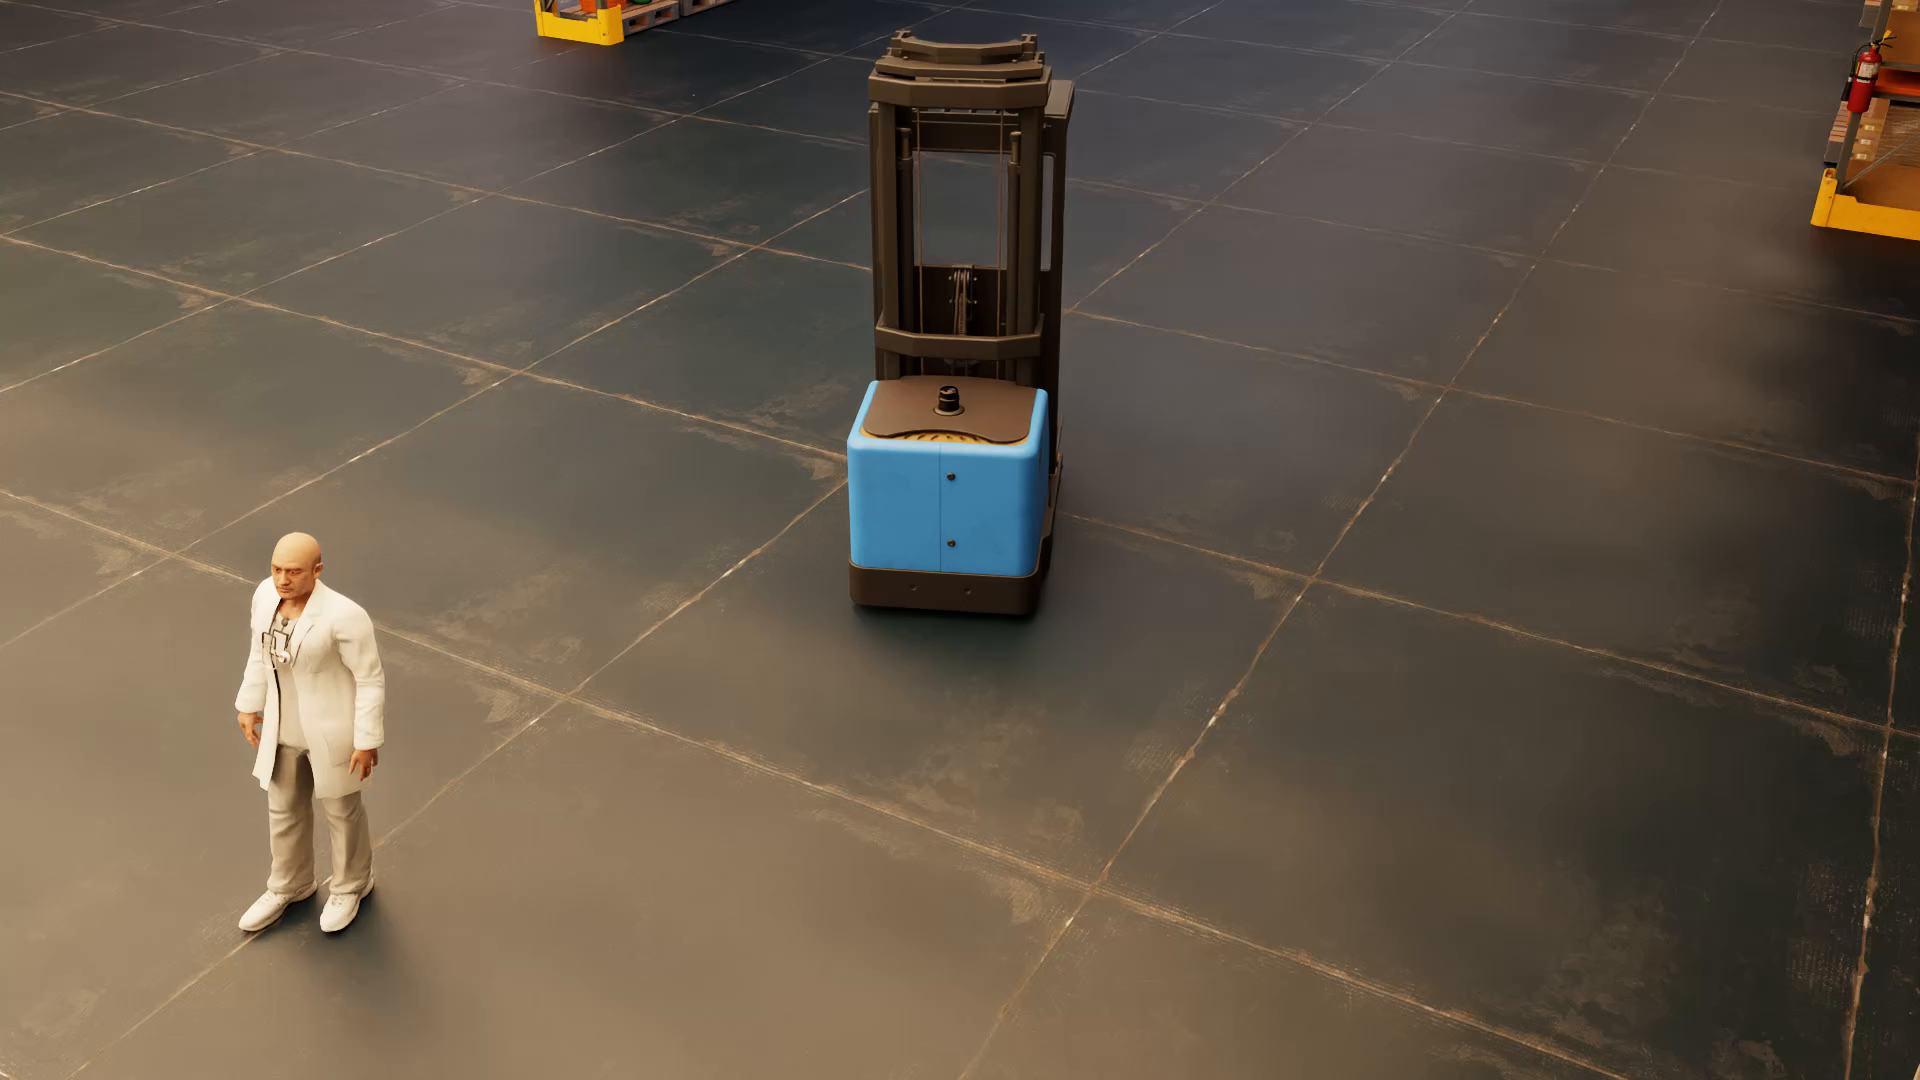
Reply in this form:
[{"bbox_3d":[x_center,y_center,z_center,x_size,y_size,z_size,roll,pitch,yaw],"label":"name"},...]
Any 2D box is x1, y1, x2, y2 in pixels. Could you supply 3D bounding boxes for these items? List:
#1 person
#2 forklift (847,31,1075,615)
[{"bbox_3d":[-2.688,0.824,6.781,0.698,1.779,0.578,10,32,17],"label":"person"},{"bbox_3d":[0.072,-1.572,9.794,1.130,2.935,3.031,3,30,6],"label":"forklift"}]
